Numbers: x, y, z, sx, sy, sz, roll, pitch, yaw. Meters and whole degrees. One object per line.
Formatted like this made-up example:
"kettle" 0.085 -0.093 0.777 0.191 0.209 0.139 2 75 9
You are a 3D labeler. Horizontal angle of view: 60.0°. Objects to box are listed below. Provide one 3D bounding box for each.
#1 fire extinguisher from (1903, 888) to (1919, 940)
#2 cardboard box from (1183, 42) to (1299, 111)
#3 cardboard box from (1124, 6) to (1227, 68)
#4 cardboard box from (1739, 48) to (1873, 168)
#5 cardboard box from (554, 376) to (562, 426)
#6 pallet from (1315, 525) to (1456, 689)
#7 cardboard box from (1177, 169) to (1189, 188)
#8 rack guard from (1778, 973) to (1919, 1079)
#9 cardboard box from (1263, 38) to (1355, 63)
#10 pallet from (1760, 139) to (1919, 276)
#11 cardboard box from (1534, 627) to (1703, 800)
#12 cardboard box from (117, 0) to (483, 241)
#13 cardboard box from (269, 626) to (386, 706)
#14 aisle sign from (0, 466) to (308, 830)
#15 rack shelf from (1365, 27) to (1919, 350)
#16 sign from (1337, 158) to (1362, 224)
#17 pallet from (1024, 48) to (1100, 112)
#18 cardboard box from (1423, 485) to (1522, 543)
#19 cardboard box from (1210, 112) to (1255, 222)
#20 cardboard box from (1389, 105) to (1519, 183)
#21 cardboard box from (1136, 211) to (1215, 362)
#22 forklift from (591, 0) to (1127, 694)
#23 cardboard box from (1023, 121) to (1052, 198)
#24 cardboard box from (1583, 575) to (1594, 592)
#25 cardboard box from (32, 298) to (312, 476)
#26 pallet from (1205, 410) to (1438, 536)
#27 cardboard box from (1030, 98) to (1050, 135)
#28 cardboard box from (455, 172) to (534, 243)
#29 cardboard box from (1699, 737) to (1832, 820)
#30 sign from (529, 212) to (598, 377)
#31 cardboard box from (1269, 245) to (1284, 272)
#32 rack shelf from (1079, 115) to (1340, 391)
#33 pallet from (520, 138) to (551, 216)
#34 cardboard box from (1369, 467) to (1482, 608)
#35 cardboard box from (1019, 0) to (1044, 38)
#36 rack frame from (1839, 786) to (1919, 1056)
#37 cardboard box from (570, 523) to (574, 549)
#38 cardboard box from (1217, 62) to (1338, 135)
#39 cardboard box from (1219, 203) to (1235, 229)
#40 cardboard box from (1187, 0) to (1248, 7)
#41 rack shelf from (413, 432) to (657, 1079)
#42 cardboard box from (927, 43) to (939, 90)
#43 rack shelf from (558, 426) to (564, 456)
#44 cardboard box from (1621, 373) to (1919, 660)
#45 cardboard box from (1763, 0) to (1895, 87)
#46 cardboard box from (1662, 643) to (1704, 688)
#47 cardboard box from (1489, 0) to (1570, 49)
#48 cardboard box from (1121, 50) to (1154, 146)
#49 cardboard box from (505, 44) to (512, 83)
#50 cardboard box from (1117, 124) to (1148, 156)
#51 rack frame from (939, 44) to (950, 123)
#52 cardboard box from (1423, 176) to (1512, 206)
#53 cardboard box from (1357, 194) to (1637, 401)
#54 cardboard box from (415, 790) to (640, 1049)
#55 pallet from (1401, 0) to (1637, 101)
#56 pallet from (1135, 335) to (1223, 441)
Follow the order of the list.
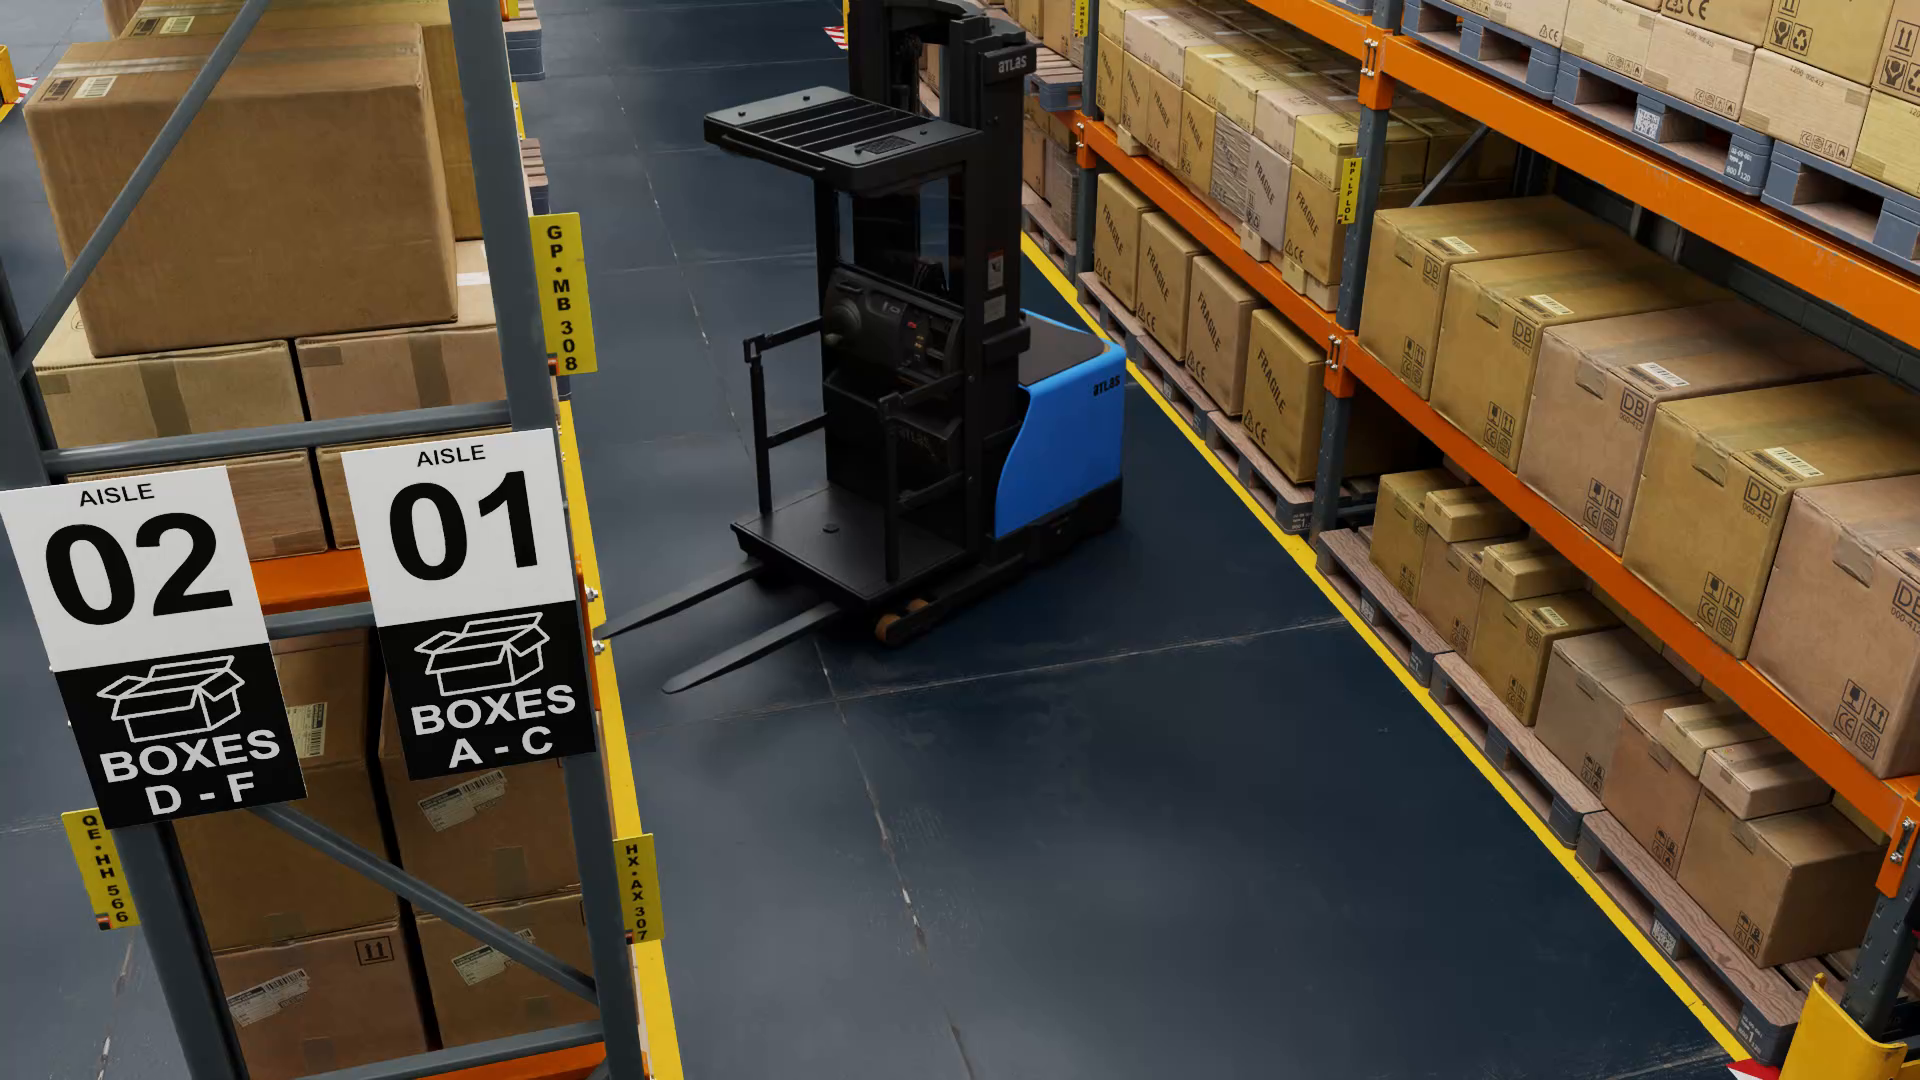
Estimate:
"fire extinguisher" 3.082 0.949 5.066 0.296 0.674 0.183 -8 31 -13
"cardboard box" 1.656 -2.750 9.841 0.500 0.250 0.500 -8 31 -14
"cardboard box" 1.378 -3.236 10.682 0.500 0.250 0.500 -8 31 -14
"cardboard box" 2.897 -1.408 5.325 0.500 0.250 0.500 -9 31 -15
"cardboard box" -1.300 -0.478 4.238 0.500 0.250 0.500 -8 31 -13
"pallet" 2.551 0.272 8.569 1.003 0.211 1.213 -8 31 -13
"cardboard box" 1.596 -2.337 10.524 0.380 0.149 0.250 -7 31 -13
"rack guard" 3.493 1.713 5.791 1.175 0.500 0.348 -8 31 -13
"cardboard box" 2.136 -2.820 9.963 0.500 0.250 0.500 -9 31 -14
"pallet" 3.279 -0.997 5.073 1.003 0.211 1.213 -8 31 -13
"cardboard box" 2.937 0.710 7.104 0.700 0.500 0.500 -9 31 -15
"cardboard box" -1.492 -0.993 3.879 0.700 0.500 0.500 -8 31 -13
"cardboard box" -1.807 0.382 4.498 0.500 0.500 0.500 -7 31 -12
"aisle sign" -1.566 0.229 3.266 0.394 0.787 0.004 -8 31 -13
"rack shelf" 2.956 -1.333 6.283 1.077 0.370 4.000 -8 31 -13
"sign" 1.904 -1.702 8.120 0.100 0.325 0.005 -8 31 -13
"pallet" 1.071 -3.491 12.479 1.213 0.211 1.003 -8 31 -13
"cardboard box" 2.439 -0.129 7.906 0.380 0.149 0.250 -7 31 -12
"cardboard box" 1.789 -2.171 9.590 0.500 0.500 0.500 -8 31 -13
"cardboard box" 2.554 -2.074 8.674 0.500 0.250 0.500 -7 31 -12
"cardboard box" 1.658 -1.699 10.918 0.750 0.750 0.750 -8 31 -14
"forklift" -0.491 -1.026 8.096 3.031 2.935 1.130 -26 39 -37
"cardboard box" 0.938 -3.194 13.830 0.700 0.500 0.500 -8 31 -14
"cardboard box" 2.956 0.089 7.531 0.380 0.149 0.250 -8 31 -13
"cardboard box" -1.671 -0.384 3.575 0.500 0.250 0.500 -8 31 -13
"pallet" 2.147 -0.468 9.848 1.003 0.211 1.213 -8 31 -13
"cardboard box" 0.890 -3.550 13.696 0.500 0.250 0.500 -8 31 -14
"cardboard box" -1.300 -0.695 4.112 0.500 0.250 0.500 -8 31 -13
"cardboard box" 2.994 0.876 6.170 0.380 0.149 0.250 -8 31 -14
"sign" -0.765 -0.469 3.199 0.100 0.325 0.005 -8 31 -13
"cardboard box" 1.947 -1.588 9.230 0.380 0.149 0.250 -7 31 -12
"rack shelf" 1.894 -1.967 10.372 1.077 0.370 4.000 -8 31 -13
"pallet" -3.164 -2.183 10.218 1.213 0.211 1.003 -8 31 -13
"cardboard box" 2.524 -0.037 8.396 0.700 0.500 0.500 -7 31 -13
"cardboard box" 0.877 -4.302 13.150 0.700 0.500 0.500 -8 31 -13
"rack frame" 3.483 0.620 5.185 0.949 2.616 0.053 -8 31 -13
"cardboard box" -1.298 0.303 4.634 0.500 0.500 0.500 -8 31 -13
"cardboard box" 1.792 -2.504 9.416 0.500 0.250 0.500 -7 31 -12
"cardboard box" 1.767 -1.957 9.868 0.380 0.149 0.250 -9 31 -15
"cardboard box" 1.733 -3.565 11.249 0.500 0.250 0.500 -7 31 -12
"rack shelf" -1.819 0.625 5.893 1.077 0.370 4.000 -8 31 -13
"cardboard box" -0.013 -4.781 16.571 0.500 0.500 0.500 -10 32 -17
"rack shelf" -2.881 -1.307 9.231 1.077 0.370 4.000 -8 31 -13
"cardboard box" 3.138 -0.105 6.138 0.980 0.700 0.700 -8 31 -14
"cardboard box" 2.907 -1.724 5.121 0.500 0.500 0.500 -7 31 -12
"cardboard box" 3.161 0.460 6.890 0.380 0.149 0.250 -7 31 -13
"cardboard box" 2.475 -2.154 6.613 0.500 0.250 0.500 -9 31 -14
"cardboard box" 1.375 -2.902 10.853 0.500 0.500 0.500 -7 31 -12
"cardboard box" -1.699 -1.419 5.364 0.500 0.250 0.500 -8 31 -13
"cardboard box" 1.275 -2.692 11.137 0.380 0.149 0.250 -7 31 -12
"rack frame" 0.301 -5.176 15.199 1.000 3.000 0.127 -8 31 -13
"cardboard box" 2.546 -1.749 8.860 0.500 0.500 0.500 -9 31 -15
"cardboard box" 2.553 -1.178 7.991 0.980 0.700 0.700 -7 31 -13
"cardboard box" -1.152 0.987 4.450 0.500 0.500 0.500 -7 31 -12
"pallet" 2.632 -2.176 7.109 1.003 0.211 1.213 -8 31 -13
"pallet" 1.820 -1.058 10.868 1.003 0.211 1.213 -8 31 -13
